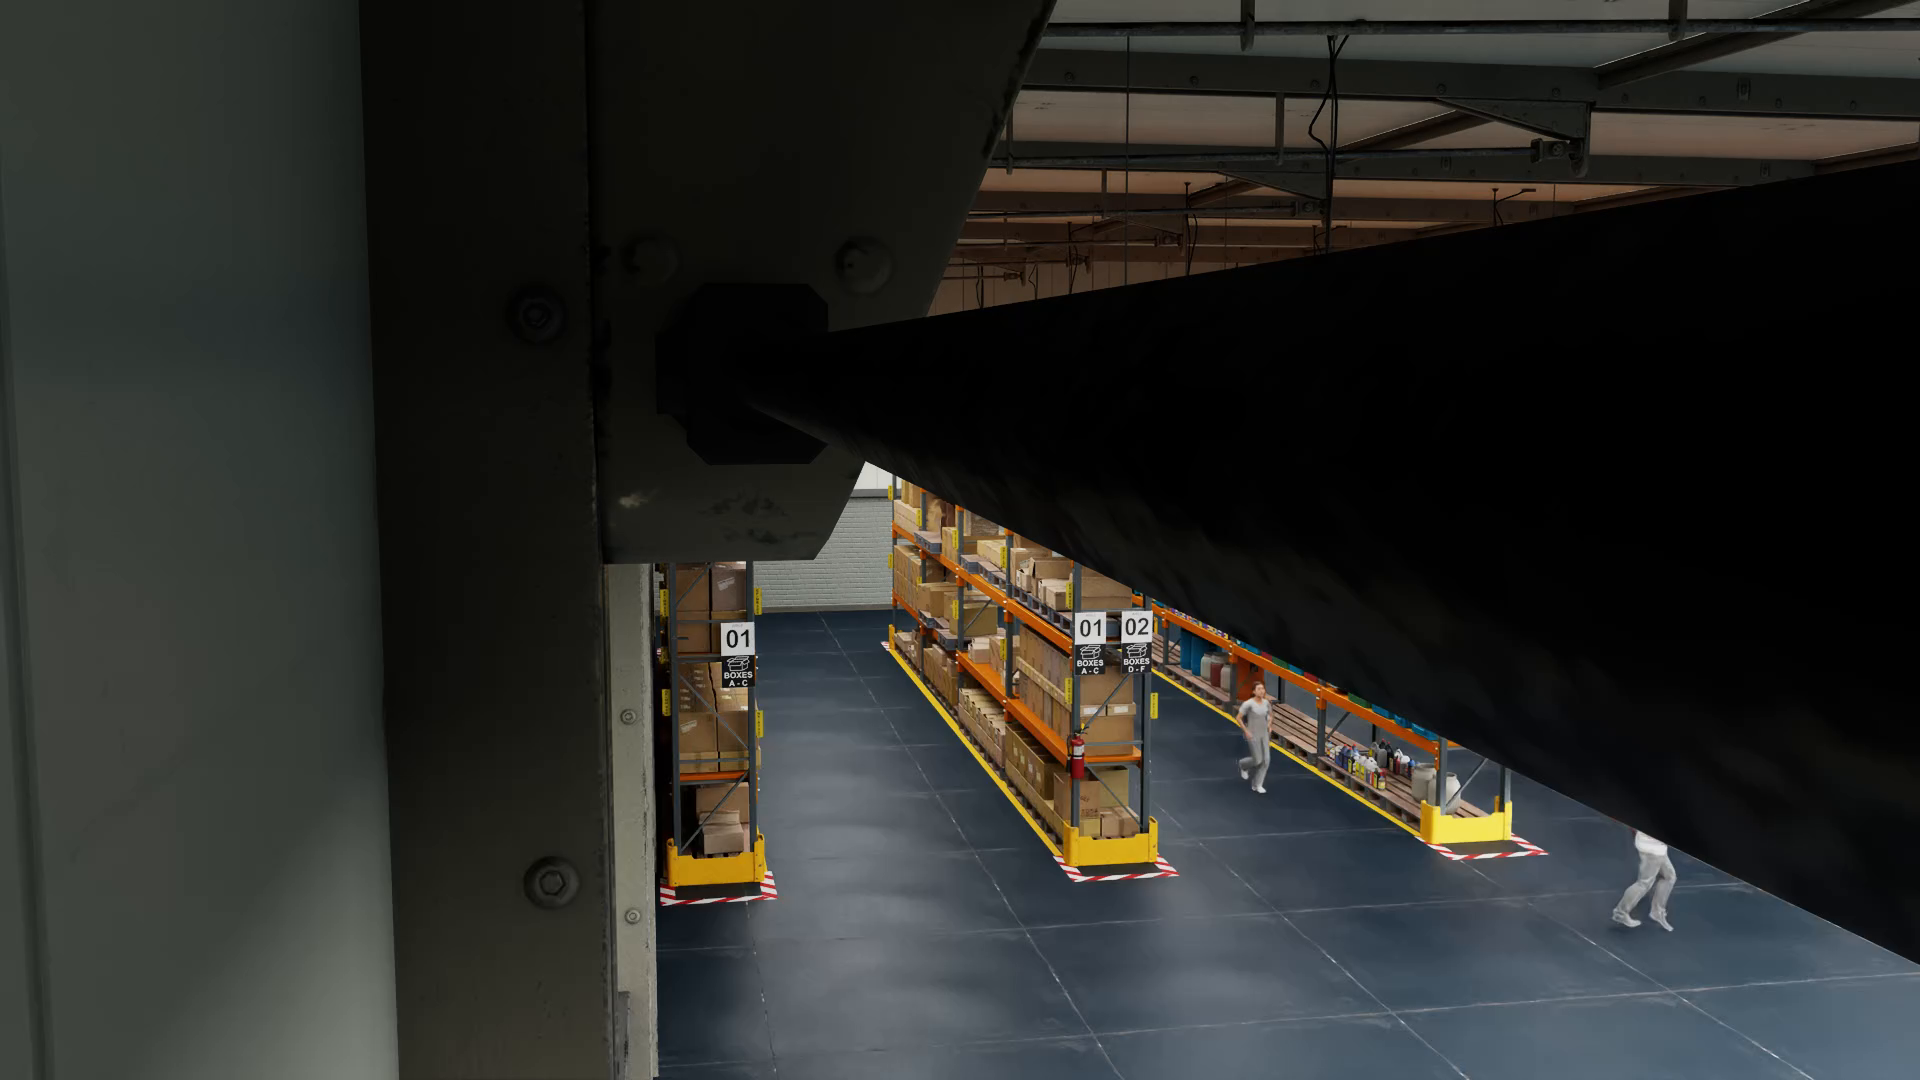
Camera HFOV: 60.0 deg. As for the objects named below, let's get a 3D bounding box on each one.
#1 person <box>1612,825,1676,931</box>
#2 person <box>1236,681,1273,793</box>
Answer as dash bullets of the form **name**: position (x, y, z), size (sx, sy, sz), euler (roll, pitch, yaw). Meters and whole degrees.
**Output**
- **person**: position (7.647, 3.467, 18.403), size (0.766, 1.827, 0.668), euler (1, 6, 12)
- **person**: position (4.355, 2.879, 24.489), size (0.580, 1.624, 0.597), euler (-3, 7, -24)
